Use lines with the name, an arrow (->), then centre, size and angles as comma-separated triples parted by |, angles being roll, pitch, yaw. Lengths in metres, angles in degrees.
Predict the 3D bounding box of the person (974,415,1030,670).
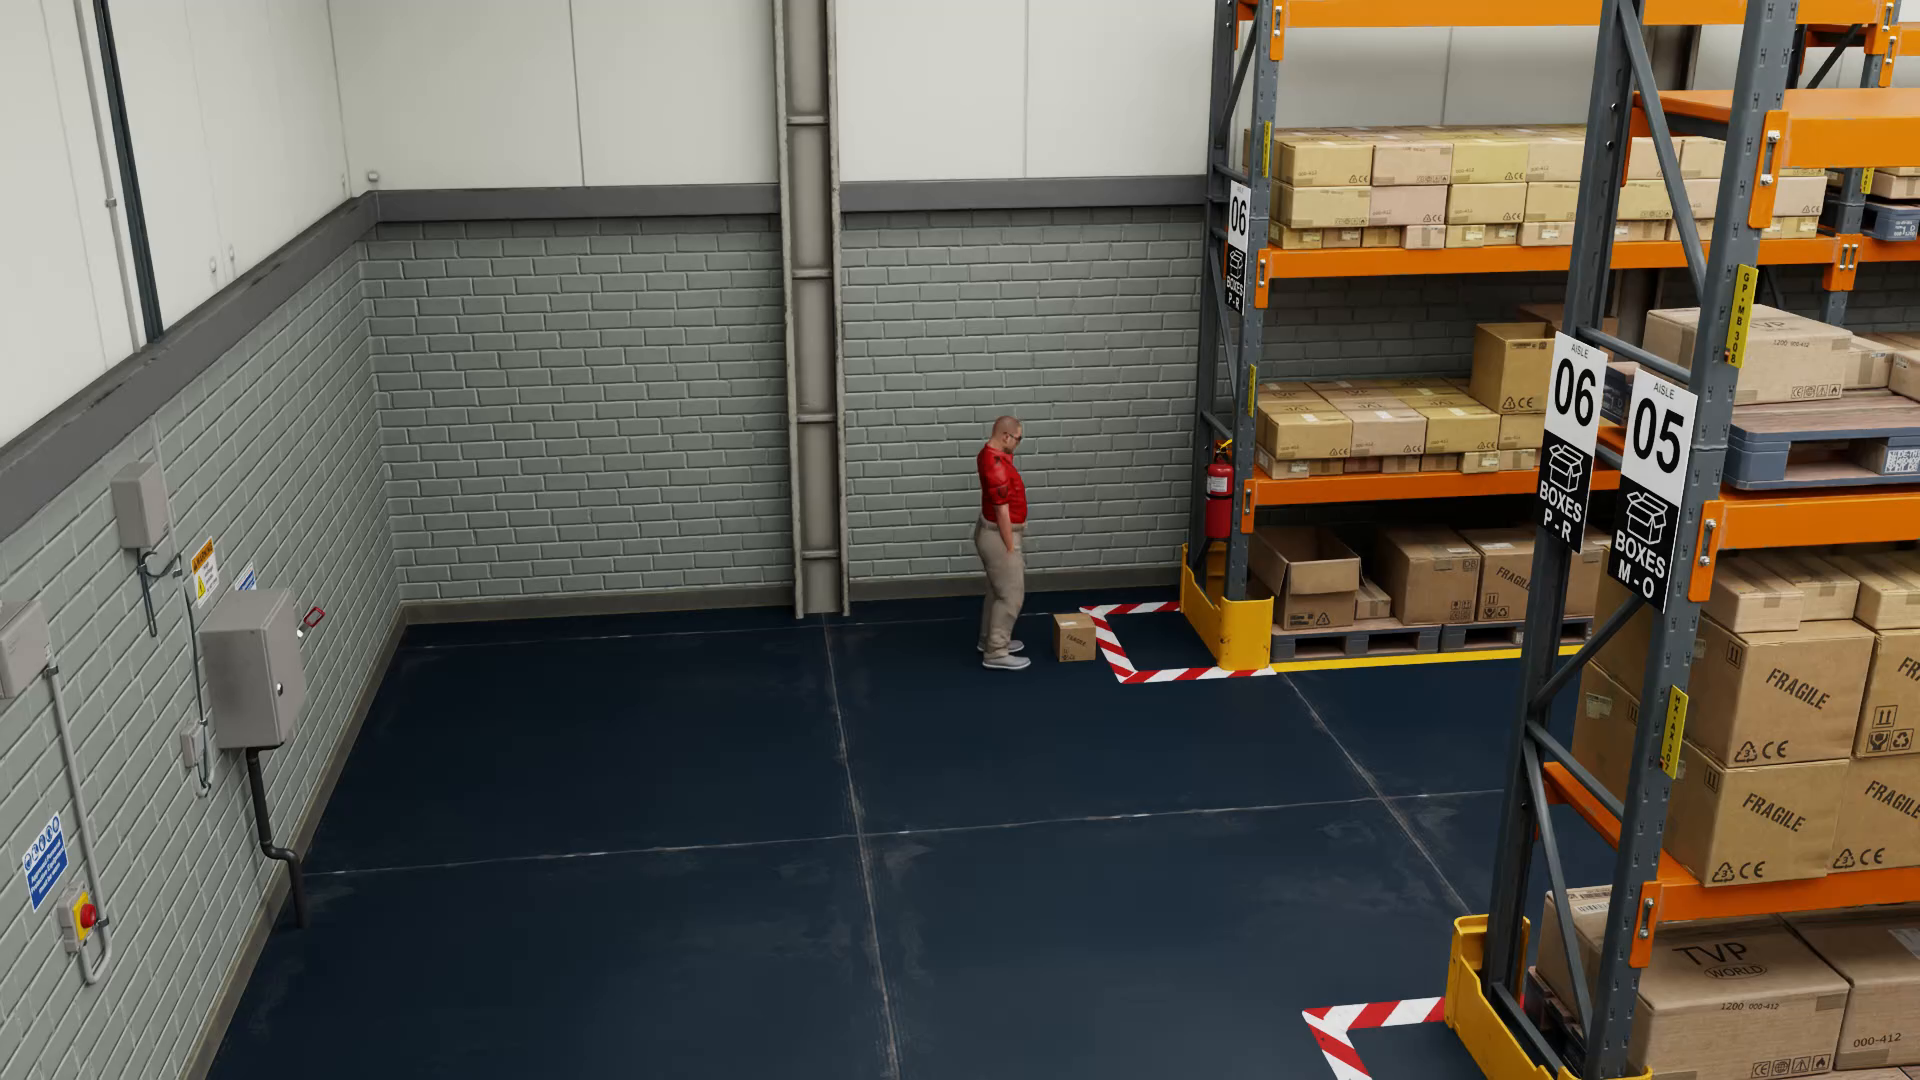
person -> 0.278, -0.001, 11.131 | 0.363, 1.715, 0.536 | -2, 20, -7
